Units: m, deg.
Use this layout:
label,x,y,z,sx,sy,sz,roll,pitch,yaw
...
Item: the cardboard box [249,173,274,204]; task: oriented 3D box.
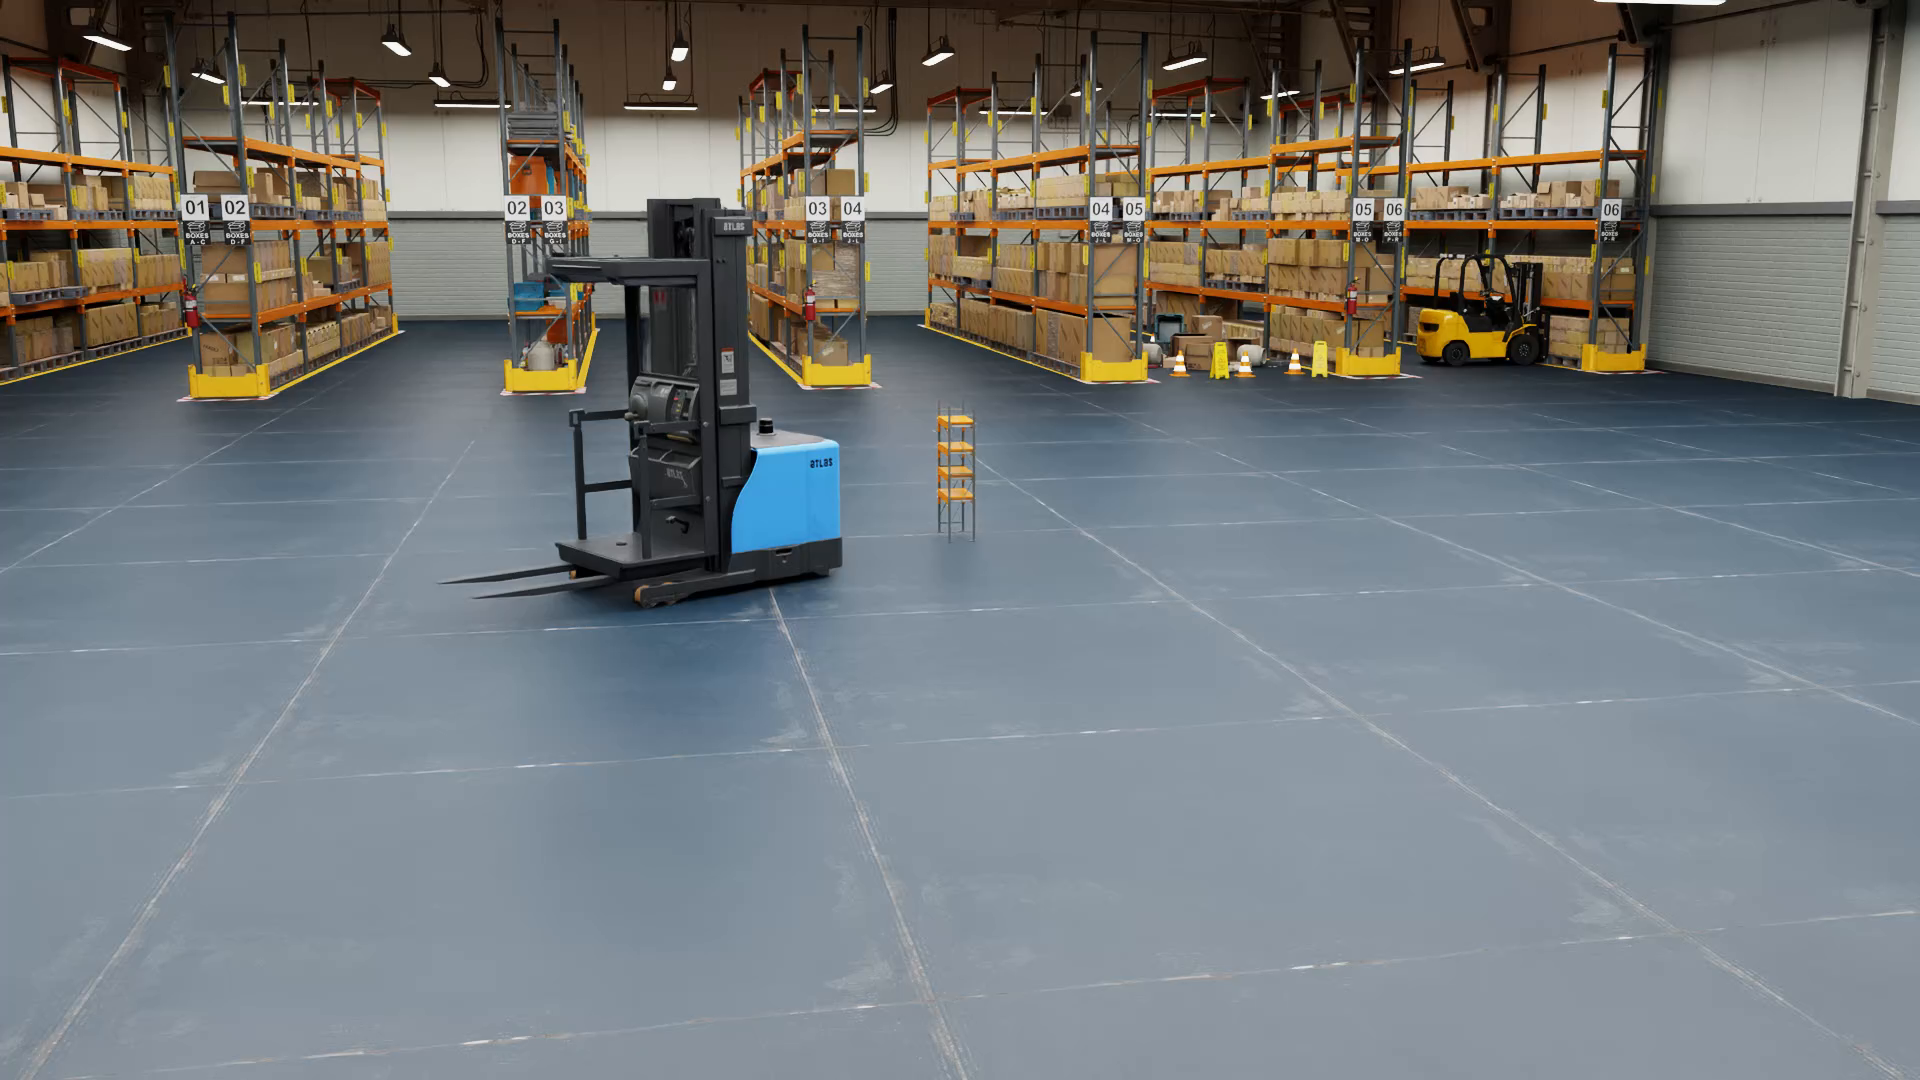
label,x,y,z,sx,sy,sz,roll,pitch,yaw
cardboard box,-11.907,-5.934,28.064,0.500,0.500,0.500,-2,11,-11

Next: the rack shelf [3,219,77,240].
label,x,y,z,sx,sy,sz,roll,pitch,yaw
rack shelf,-17.877,-5.862,31.372,1.077,0.370,4.000,-2,11,-11

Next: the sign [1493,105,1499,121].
label,x,y,z,sx,sy,sz,roll,pitch,yaw
sign,11.147,-8.880,34.572,0.100,0.325,0.005,-2,11,-11

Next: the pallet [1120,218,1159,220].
label,x,y,z,sx,sy,sz,roll,pitch,yaw
pallet,4.870,-8.546,43.791,1.003,0.211,1.213,-2,11,-11

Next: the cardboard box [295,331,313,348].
label,x,y,z,sx,sy,sz,roll,pitch,yaw
cardboard box,-12.466,-3.771,31.219,0.500,0.311,0.500,-2,11,-11

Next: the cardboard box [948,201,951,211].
label,x,y,z,sx,sy,sz,roll,pitch,yaw
cardboard box,-0.012,-8.361,41.643,0.500,0.250,0.500,-3,11,-13

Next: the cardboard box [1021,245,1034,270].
label,x,y,z,sx,sy,sz,roll,pitch,yaw
cardboard box,1.671,-5.895,34.704,0.700,0.500,0.500,-2,11,-11

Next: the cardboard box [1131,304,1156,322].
label,x,y,z,sx,sy,sz,roll,pitch,yaw
cardboard box,5.061,-5.974,43.788,0.875,0.438,0.875,-2,11,-13

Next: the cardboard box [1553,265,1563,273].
label,x,y,z,sx,sy,sz,roll,pitch,yaw
cardboard box,11.908,-5.333,32.691,0.380,0.149,0.250,-2,11,-13

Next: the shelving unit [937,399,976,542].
label,x,y,z,sx,sy,sz,roll,pitch,yaw
shelving unit,-0.032,-0.620,14.744,0.258,1.200,0.503,-2,11,-11

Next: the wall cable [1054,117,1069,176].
label,x,y,z,sx,sy,sz,roll,pitch,yaw
wall cable,3.092,-11.456,50.820,0.463,3.000,0.029,-2,11,-11

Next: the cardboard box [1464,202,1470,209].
label,x,y,z,sx,sy,sz,roll,pitch,yaw
cardboard box,11.165,-7.253,36.039,0.380,0.149,0.250,-2,11,-11

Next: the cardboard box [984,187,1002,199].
label,x,y,z,sx,sy,sz,roll,pitch,yaw
cardboard box,0.747,-7.867,37.672,0.396,0.266,0.258,-2,11,-11

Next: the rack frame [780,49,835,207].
label,x,y,z,sx,sy,sz,roll,pitch,yaw
rack frame,-2.912,-7.862,31.936,1.000,3.000,0.127,-2,11,-11

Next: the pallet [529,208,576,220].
label,x,y,z,sx,sy,sz,roll,pitch,yaw
pallet,-7.057,-5.537,28.250,1.003,0.211,1.213,-2,11,-11

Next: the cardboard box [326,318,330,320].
label,x,y,z,sx,sy,sz,roll,pitch,yaw
cardboard box,-13.920,-4.535,36.010,0.500,0.500,0.500,-3,11,-13

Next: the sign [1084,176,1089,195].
label,x,y,z,sx,sy,sz,roll,pitch,yaw
sign,2.216,-6.196,29.047,0.100,0.325,0.005,-2,11,-11

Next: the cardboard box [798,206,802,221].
label,x,y,z,sx,sy,sz,roll,pitch,yaw
cardboard box,-2.577,-5.752,29.273,0.500,0.250,0.500,-2,11,-11

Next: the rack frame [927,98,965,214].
label,x,y,z,sx,sy,sz,roll,pitch,yaw
rack frame,-0.361,-10.225,44.350,1.000,3.000,0.127,-2,11,-11

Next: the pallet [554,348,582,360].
label,x,y,z,sx,sy,sz,roll,pitch,yaw
pallet,-8.202,-3.732,33.739,1.003,0.211,1.213,-2,11,-11

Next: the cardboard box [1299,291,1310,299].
label,x,y,z,sx,sy,sz,roll,pitch,yaw
cardboard box,6.872,-4.802,32.578,0.380,0.149,0.250,-2,11,-11

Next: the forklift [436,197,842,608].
label,x,y,z,sx,sy,sz,roll,pitch,yaw
forklift,-2.388,-1.054,12.396,3.031,2.935,1.130,-9,14,-39

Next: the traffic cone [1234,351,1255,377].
label,x,y,z,sx,sy,sz,roll,pitch,yaw
traffic cone,5.215,-3.225,30.402,0.336,0.463,0.334,-2,11,-11

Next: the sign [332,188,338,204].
label,x,y,z,sx,sy,sz,roll,pitch,yaw
sign,-12.862,-7.074,34.225,0.100,0.325,0.005,-2,11,-11

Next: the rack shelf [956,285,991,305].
label,x,y,z,sx,sy,sz,roll,pitch,yaw
rack shelf,0.806,-5.824,39.197,1.077,0.370,4.000,-2,11,-11

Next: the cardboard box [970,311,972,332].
label,x,y,z,sx,sy,sz,roll,pitch,yaw
cardboard box,0.520,-5.185,39.476,0.500,0.500,0.500,-2,11,-10

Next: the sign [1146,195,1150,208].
label,x,y,z,sx,sy,sz,roll,pitch,yaw
sign,4.709,-8.489,41.656,0.100,0.325,0.005,-2,11,-11

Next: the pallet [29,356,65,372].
label,x,y,z,sx,sy,sz,roll,pitch,yaw
pallet,-17.882,-3.372,31.847,1.003,0.211,1.213,-2,11,-11

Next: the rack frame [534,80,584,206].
label,x,y,z,sx,sy,sz,roll,pitch,yaw
rack frame,-9.326,-9.149,38.699,1.000,3.000,0.127,-2,11,-11

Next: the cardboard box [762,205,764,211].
label,x,y,z,sx,sy,sz,roll,pitch,yaw
cardboard box,-4.343,-7.814,38.820,0.500,0.311,0.500,-3,11,-13

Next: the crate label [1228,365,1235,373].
label,x,y,z,sx,sy,sz,roll,pitch,yaw
crate label,5.001,-3.207,31.178,0.250,0.136,0.298,-9,14,-40

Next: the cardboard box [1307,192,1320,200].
label,x,y,z,sx,sy,sz,roll,pitch,yaw
cardboard box,6.900,-6.615,31.946,0.380,0.149,0.250,-2,11,-10

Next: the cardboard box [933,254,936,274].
label,x,y,z,sx,sy,sz,roll,pitch,yaw
cardboard box,-0.415,-7.283,43.877,0.500,0.500,0.500,-2,11,-11

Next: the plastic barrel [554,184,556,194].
label,x,y,z,sx,sy,sz,roll,pitch,yaw
plastic barrel,-8.474,-6.875,33.622,0.600,0.830,0.708,-2,11,-11

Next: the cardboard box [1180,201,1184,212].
label,x,y,z,sx,sy,sz,roll,pitch,yaw
cardboard box,5.420,-7.863,39.198,0.396,0.266,0.258,-2,11,-12

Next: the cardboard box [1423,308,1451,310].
label,x,y,z,sx,sy,sz,roll,pitch,yaw
cardboard box,11.142,-4.996,38.148,0.875,0.625,0.625,-2,11,-9

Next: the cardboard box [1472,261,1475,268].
label,x,y,z,sx,sy,sz,roll,pitch,yaw
cardboard box,11.329,-5.972,36.051,0.380,0.149,0.250,-2,11,-11

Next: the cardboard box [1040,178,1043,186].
label,x,y,z,sx,sy,sz,roll,pitch,yaw
cardboard box,1.761,-6.948,32.306,0.380,0.149,0.250,-2,11,-11

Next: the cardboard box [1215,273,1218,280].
label,x,y,z,sx,sy,sz,roll,pitch,yaw
cardboard box,5.942,-5.921,37.329,0.380,0.149,0.250,-3,11,-15

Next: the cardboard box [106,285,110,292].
label,x,y,z,sx,sy,sz,roll,pitch,yaw
cardboard box,-18.456,-5.393,35.626,0.380,0.149,0.250,-2,11,-9

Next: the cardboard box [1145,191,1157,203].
label,x,y,z,sx,sy,sz,roll,pitch,yaw
cardboard box,4.959,-8.769,43.054,0.797,0.503,0.637,-1,11,-7

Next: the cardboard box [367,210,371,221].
label,x,y,z,sx,sy,sz,roll,pitch,yaw
cardboard box,-14.131,-7.613,39.049,0.500,0.250,0.500,-2,11,-11

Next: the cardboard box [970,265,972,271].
label,x,y,z,sx,sy,sz,roll,pitch,yaw
cardboard box,0.451,-6.302,38.539,0.380,0.149,0.250,-2,11,-11

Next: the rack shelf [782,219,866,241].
label,x,y,z,sx,sy,sz,roll,pitch,yaw
rack shelf,-2.523,-5.668,30.357,1.077,0.370,4.000,-2,11,-11

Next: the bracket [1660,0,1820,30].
label,x,y,z,sx,sy,sz,roll,pitch,yaw
bracket,13.441,-9.034,28.467,0.076,0.066,4.783,-2,11,-11

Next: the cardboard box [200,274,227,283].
label,x,y,z,sx,sy,sz,roll,pitch,yaw
cardboard box,-12.113,-4.253,27.016,0.380,0.149,0.250,-2,11,-12

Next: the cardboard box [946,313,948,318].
label,x,y,z,sx,sy,sz,roll,pitch,yaw
cardboard box,-0.144,-5.785,42.776,0.380,0.149,0.250,-3,11,-14

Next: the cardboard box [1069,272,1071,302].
label,x,y,z,sx,sy,sz,roll,pitch,yaw
cardboard box,2.520,-4.691,30.918,0.875,0.550,0.550,-2,11,-11

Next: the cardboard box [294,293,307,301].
label,x,y,z,sx,sy,sz,roll,pitch,yaw
cardboard box,-12.601,-4.602,31.525,0.380,0.149,0.250,-2,11,-11

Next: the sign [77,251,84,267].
label,x,y,z,sx,sy,sz,roll,pitch,yaw
sign,-17.736,-5.660,33.525,0.100,0.325,0.005,-2,11,-11
